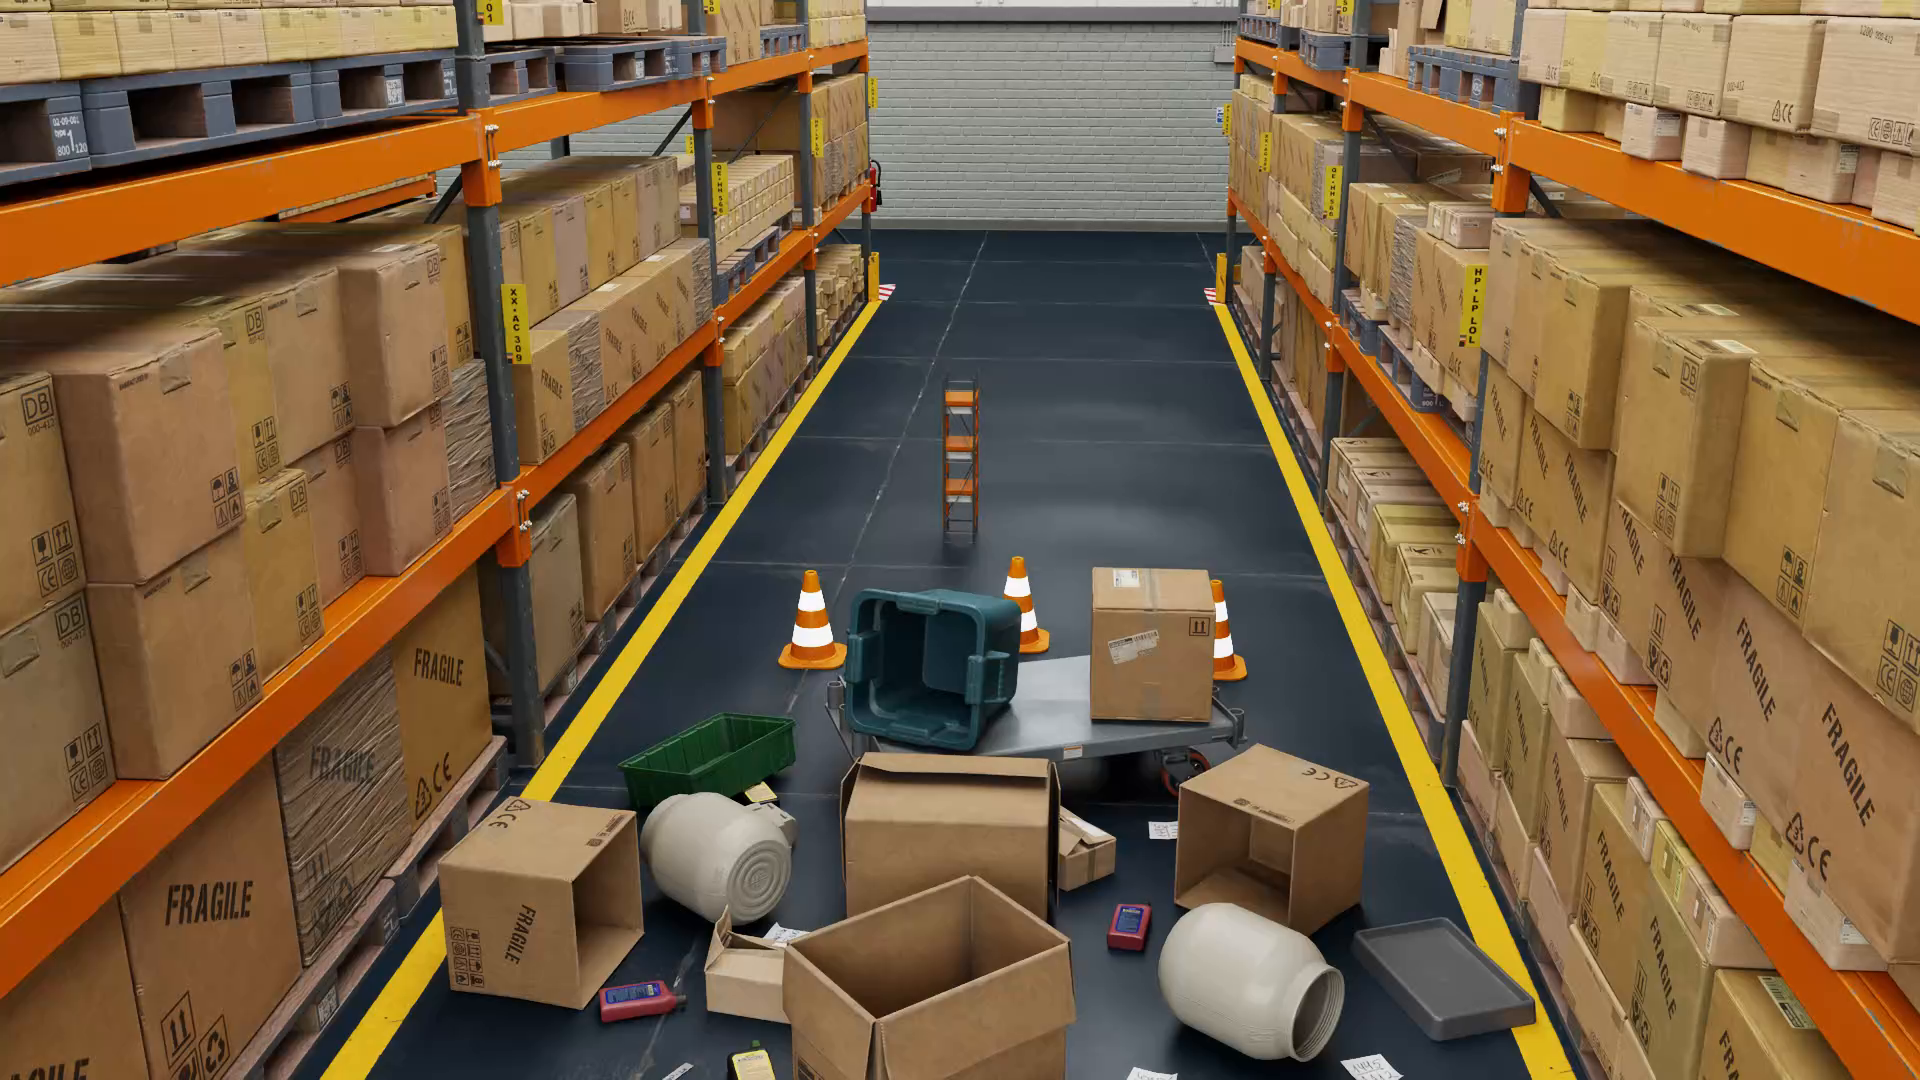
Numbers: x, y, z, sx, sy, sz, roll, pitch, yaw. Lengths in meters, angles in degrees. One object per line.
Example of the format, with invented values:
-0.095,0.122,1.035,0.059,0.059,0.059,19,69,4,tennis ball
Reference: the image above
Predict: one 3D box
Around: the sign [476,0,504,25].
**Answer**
-1.804,-2.136,6.350,0.100,0.325,0.005,1,18,4,sign

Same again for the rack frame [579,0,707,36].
-2.071,-4.532,9.804,1.000,3.000,0.127,1,18,4,rack frame

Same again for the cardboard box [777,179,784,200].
-1.654,-2.859,13.581,0.380,0.149,0.250,2,18,6,cardboard box

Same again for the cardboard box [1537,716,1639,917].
2.210,0.895,5.411,0.500,0.500,0.500,2,18,7,cardboard box

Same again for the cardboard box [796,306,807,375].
-1.586,-1.700,14.134,0.500,0.500,0.500,1,18,3,cardboard box

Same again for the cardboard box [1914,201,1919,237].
2.032,-0.619,3.081,0.380,0.149,0.250,1,18,4,cardboard box

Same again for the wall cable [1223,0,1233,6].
3.574,-8.711,22.556,0.463,3.000,0.029,1,18,4,wall cable

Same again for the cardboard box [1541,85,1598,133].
2.243,-1.495,5.754,0.380,0.149,0.250,1,18,4,cardboard box

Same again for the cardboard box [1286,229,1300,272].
2.732,-2.168,12.464,0.500,0.250,0.500,1,18,3,cardboard box

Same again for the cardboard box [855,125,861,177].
-1.315,-4.050,17.327,0.500,0.500,0.500,1,18,3,cardboard box

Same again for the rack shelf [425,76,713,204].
-2.214,-2.144,8.487,1.077,0.370,4.000,1,18,4,rack shelf

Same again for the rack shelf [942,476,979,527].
0.004,-0.241,10.400,0.215,0.259,0.240,1,18,4,rack shelf

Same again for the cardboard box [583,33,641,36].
-2.284,-3.338,10.814,0.500,0.500,0.500,1,18,4,cardboard box

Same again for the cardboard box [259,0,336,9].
-2.211,-1.711,4.938,0.500,0.250,0.500,1,18,3,cardboard box

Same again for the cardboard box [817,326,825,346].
-1.438,-1.875,15.231,0.380,0.149,0.250,0,18,2,cardboard box

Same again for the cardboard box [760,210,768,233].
-1.706,-2.472,12.878,0.380,0.149,0.250,2,18,6,cardboard box

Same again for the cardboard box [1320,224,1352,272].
2.655,-1.925,10.918,0.500,0.250,0.500,1,18,4,cardboard box

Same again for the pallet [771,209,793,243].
-1.984,-2.599,13.845,1.003,0.211,1.213,1,18,4,pallet

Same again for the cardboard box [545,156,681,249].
-2.113,-2.065,10.142,0.700,0.500,0.500,1,18,4,cardboard box

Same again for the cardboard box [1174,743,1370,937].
1.153,1.129,6.171,0.500,0.500,0.500,17,25,41,cardboard box

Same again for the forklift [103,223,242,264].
-4.730,-1.289,9.651,1.130,2.935,3.031,1,18,4,forklift

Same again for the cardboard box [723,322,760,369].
-1.744,-1.416,12.063,0.500,0.250,0.500,1,18,3,cardboard box

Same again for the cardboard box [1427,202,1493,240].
2.427,-1.505,7.845,0.380,0.149,0.250,1,18,2,cardboard box

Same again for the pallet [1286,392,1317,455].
3.095,-0.898,12.826,1.003,0.211,1.213,1,18,4,pallet

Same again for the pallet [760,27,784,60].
-2.006,-3.749,12.530,1.213,0.211,1.003,1,18,4,pallet

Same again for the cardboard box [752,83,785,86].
-1.938,-4.059,15.750,0.500,0.500,0.500,2,18,5,cardboard box

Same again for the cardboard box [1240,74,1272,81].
3.145,-4.814,17.489,0.380,0.149,0.250,2,18,5,cardboard box

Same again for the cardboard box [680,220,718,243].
-1.836,-2.049,11.110,0.380,0.149,0.250,2,18,6,cardboard box

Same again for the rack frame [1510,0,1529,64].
2.587,-3.211,5.771,1.000,3.000,0.127,1,18,4,rack frame

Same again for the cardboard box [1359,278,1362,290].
2.665,-1.586,10.175,0.380,0.149,0.250,0,18,1,cardboard box

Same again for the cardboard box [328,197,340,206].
-6.299,-3.356,16.250,0.380,0.149,0.250,1,18,3,cardboard box

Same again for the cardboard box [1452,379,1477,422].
2.348,-0.606,7.185,0.380,0.149,0.250,2,18,5,cardboard box

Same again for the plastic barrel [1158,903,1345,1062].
0.938,1.431,5.376,0.512,0.421,0.421,17,25,41,plastic barrel

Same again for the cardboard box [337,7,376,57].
-2.118,-1.634,5.344,0.380,0.149,0.250,1,18,4,cardboard box

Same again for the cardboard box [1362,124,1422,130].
3.293,-2.905,12.706,0.500,0.500,0.500,2,18,6,cardboard box

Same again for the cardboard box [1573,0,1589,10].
2.221,-1.791,5.378,0.380,0.149,0.250,1,18,2,cardboard box

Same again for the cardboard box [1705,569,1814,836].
2.105,0.363,3.859,0.500,0.500,0.500,1,18,4,cardboard box

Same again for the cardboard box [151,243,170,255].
-6.599,-2.491,13.047,0.500,0.500,0.500,1,18,4,cardboard box

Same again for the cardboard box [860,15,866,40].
-1.266,-5.373,17.428,0.500,0.250,0.500,1,18,3,cardboard box

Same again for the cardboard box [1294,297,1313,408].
3.139,-1.560,13.103,0.875,0.875,0.875,2,18,6,cardboard box

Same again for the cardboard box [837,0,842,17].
-1.399,-5.135,15.897,0.500,0.250,0.500,0,18,2,cardboard box

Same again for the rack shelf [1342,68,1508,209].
2.730,-2.065,8.246,1.077,0.370,4.000,1,18,4,rack shelf

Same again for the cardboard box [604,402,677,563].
-2.264,-0.353,9.623,1.050,0.750,0.750,2,18,5,cardboard box

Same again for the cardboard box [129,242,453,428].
-2.342,-0.736,5.878,0.875,0.550,0.550,1,18,4,cardboard box

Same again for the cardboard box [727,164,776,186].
-1.676,-2.913,13.268,0.380,0.149,0.250,1,18,4,cardboard box

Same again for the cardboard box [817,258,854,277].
-1.295,-2.800,17.099,0.380,0.149,0.250,2,18,6,cardboard box

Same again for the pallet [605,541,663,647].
-2.293,0.265,9.277,1.003,0.211,1.213,1,18,4,pallet

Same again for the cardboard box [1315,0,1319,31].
2.623,-3.599,11.314,0.396,0.266,0.258,1,18,3,cardboard box

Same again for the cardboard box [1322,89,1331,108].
3.420,-3.928,14.786,0.380,0.149,0.250,1,18,3,cardboard box

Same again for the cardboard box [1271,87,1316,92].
3.020,-4.014,15.048,0.380,0.149,0.250,1,18,3,cardboard box

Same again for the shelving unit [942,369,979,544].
0.004,-0.516,10.310,0.215,1.050,0.252,1,18,4,shelving unit

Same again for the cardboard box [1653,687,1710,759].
2.135,0.482,4.539,0.380,0.149,0.250,1,18,3,cardboard box

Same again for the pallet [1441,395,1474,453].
2.787,-0.503,7.449,1.003,0.211,1.213,1,18,4,pallet

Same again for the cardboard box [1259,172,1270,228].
2.939,-3.042,14.729,0.500,0.500,0.500,1,18,4,cardboard box

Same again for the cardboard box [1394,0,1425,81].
2.796,-2.781,9.116,0.700,0.500,0.500,1,18,4,cardboard box
